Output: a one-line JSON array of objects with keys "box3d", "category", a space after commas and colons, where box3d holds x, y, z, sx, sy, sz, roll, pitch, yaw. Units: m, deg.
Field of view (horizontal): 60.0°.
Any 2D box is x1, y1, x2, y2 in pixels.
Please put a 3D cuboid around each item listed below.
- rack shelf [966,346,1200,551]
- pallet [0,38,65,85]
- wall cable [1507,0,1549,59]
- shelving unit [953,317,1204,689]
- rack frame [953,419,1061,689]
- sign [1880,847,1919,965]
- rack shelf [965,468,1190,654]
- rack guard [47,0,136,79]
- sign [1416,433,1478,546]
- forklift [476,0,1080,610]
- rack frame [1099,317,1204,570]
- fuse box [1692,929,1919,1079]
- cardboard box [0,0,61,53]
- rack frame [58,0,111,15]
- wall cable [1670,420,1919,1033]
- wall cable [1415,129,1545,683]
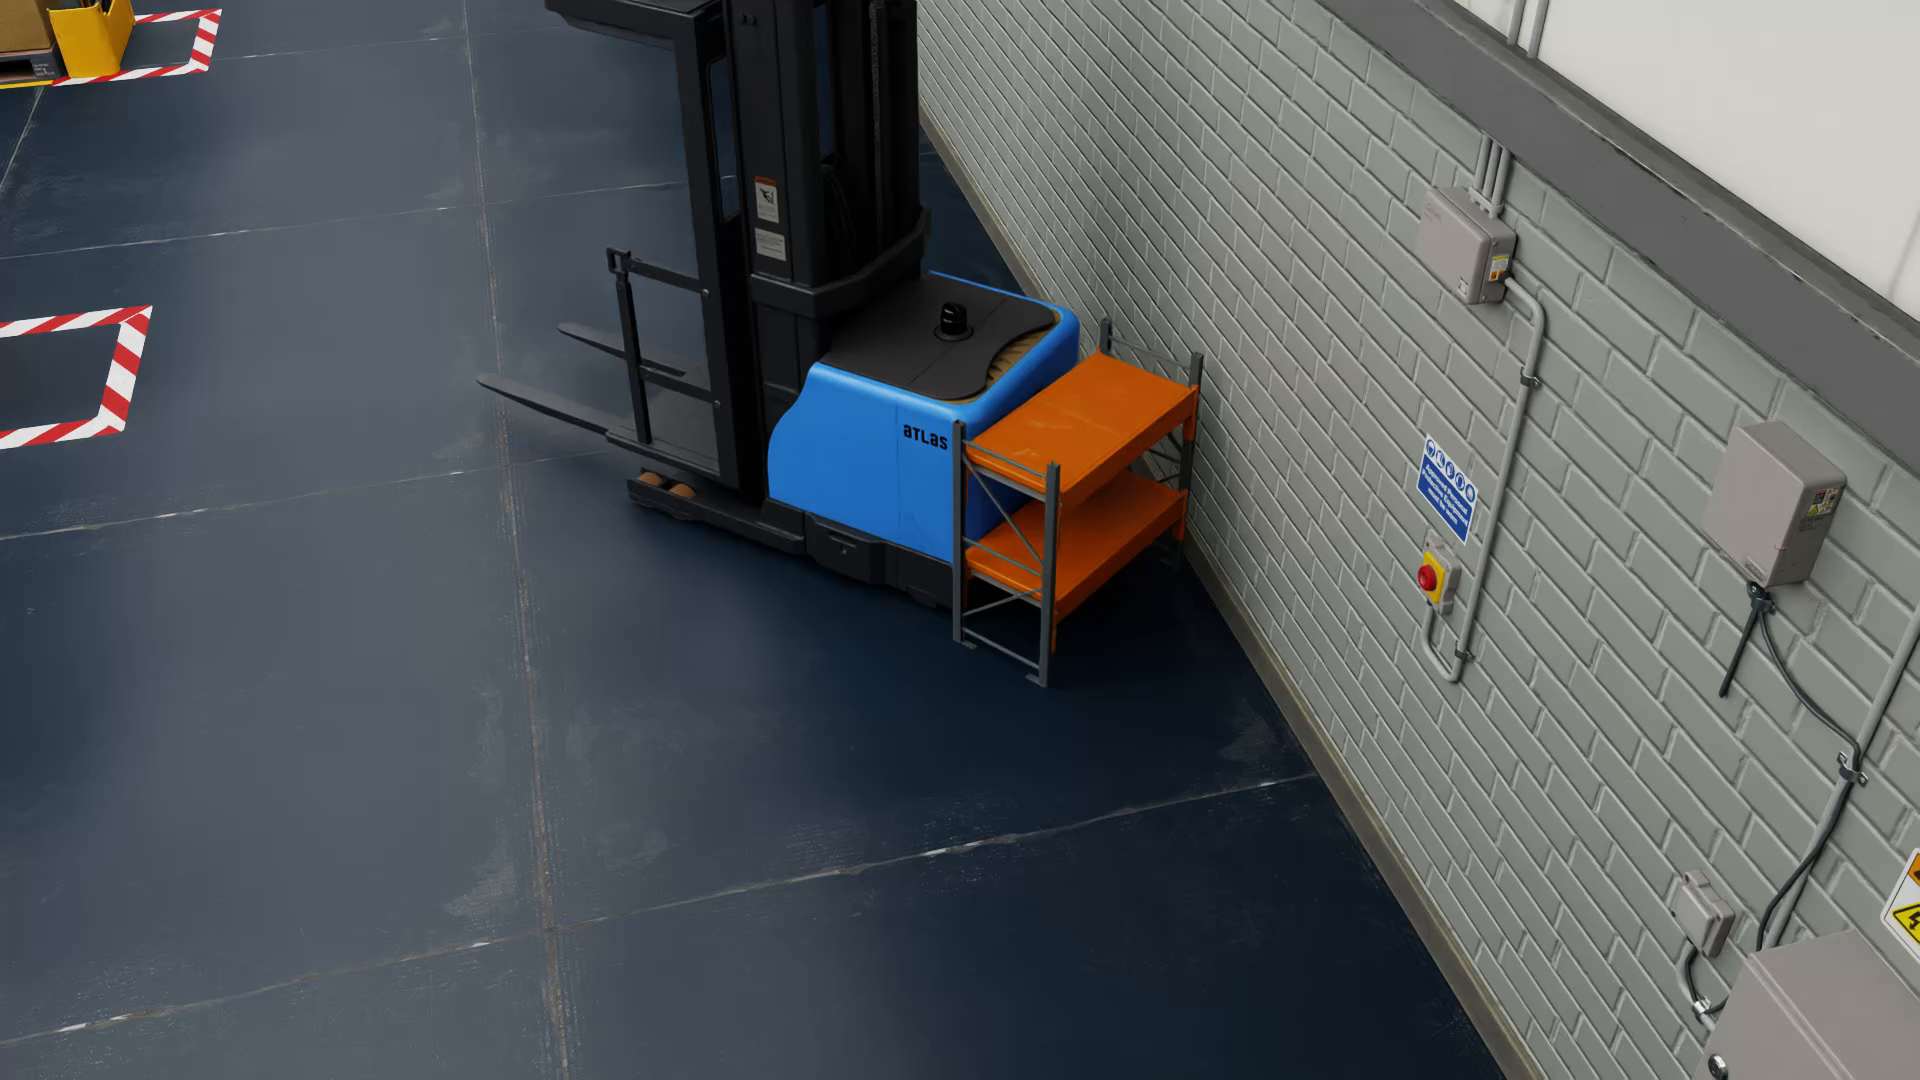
[{"box3d": [0.492, -0.401, 6.866, 0.538, 0.278, 1.000, 26, 44, 30], "category": "rack shelf"}, {"box3d": [-7.278, -3.643, 12.338, 1.213, 0.211, 1.003, -9, 38, -12], "category": "pallet"}, {"box3d": [1.475, -2.559, 3.689, 0.029, 3.000, 0.463, -9, 38, -12], "category": "wall cable"}, {"box3d": [0.492, -0.168, 7.044, 0.538, 1.125, 1.048, 26, 44, 30], "category": "shelving unit"}, {"box3d": [0.175, 0.073, 6.728, 0.500, 1.125, 0.032, 26, 44, 30], "category": "rack frame"}, {"box3d": [2.087, 0.845, 3.497, 0.001, 0.242, 0.339, -9, 38, -12], "category": "sign"}, {"box3d": [0.492, 0.026, 7.193, 0.538, 0.278, 1.000, 26, 44, 30], "category": "rack shelf"}, {"box3d": [-6.504, -3.934, 12.481, 0.348, 0.500, 1.175, -9, 38, -12], "category": "rack guard"}, {"box3d": [1.541, -0.162, 5.271, 0.001, 0.218, 0.327, -9, 38, -12], "category": "sign"}, {"box3d": [-0.990, -1.516, 7.319, 3.031, 2.935, 1.130, 20, 42, 24], "category": "forklift"}, {"box3d": [0.808, -0.410, 7.360, 0.500, 1.125, 0.032, 26, 44, 30], "category": "rack frame"}, {"box3d": [1.901, 1.750, 4.054, 0.414, 1.711, 0.539, -9, 38, -12], "category": "fuse box"}, {"box3d": [-7.124, -4.097, 12.041, 0.875, 0.875, 0.875, -9, 38, -12], "category": "cardboard box"}, {"box3d": [-6.527, -4.923, 11.717, 0.127, 3.000, 1.000, -9, 38, -12], "category": "rack frame"}, {"box3d": [1.875, 0.410, 3.909, 0.122, 1.984, 0.588, -9, 38, -12], "category": "wall cable"}, {"box3d": [1.494, -0.433, 4.985, 0.123, 1.953, 0.585, -9, 38, -12], "category": "wall cable"}]
